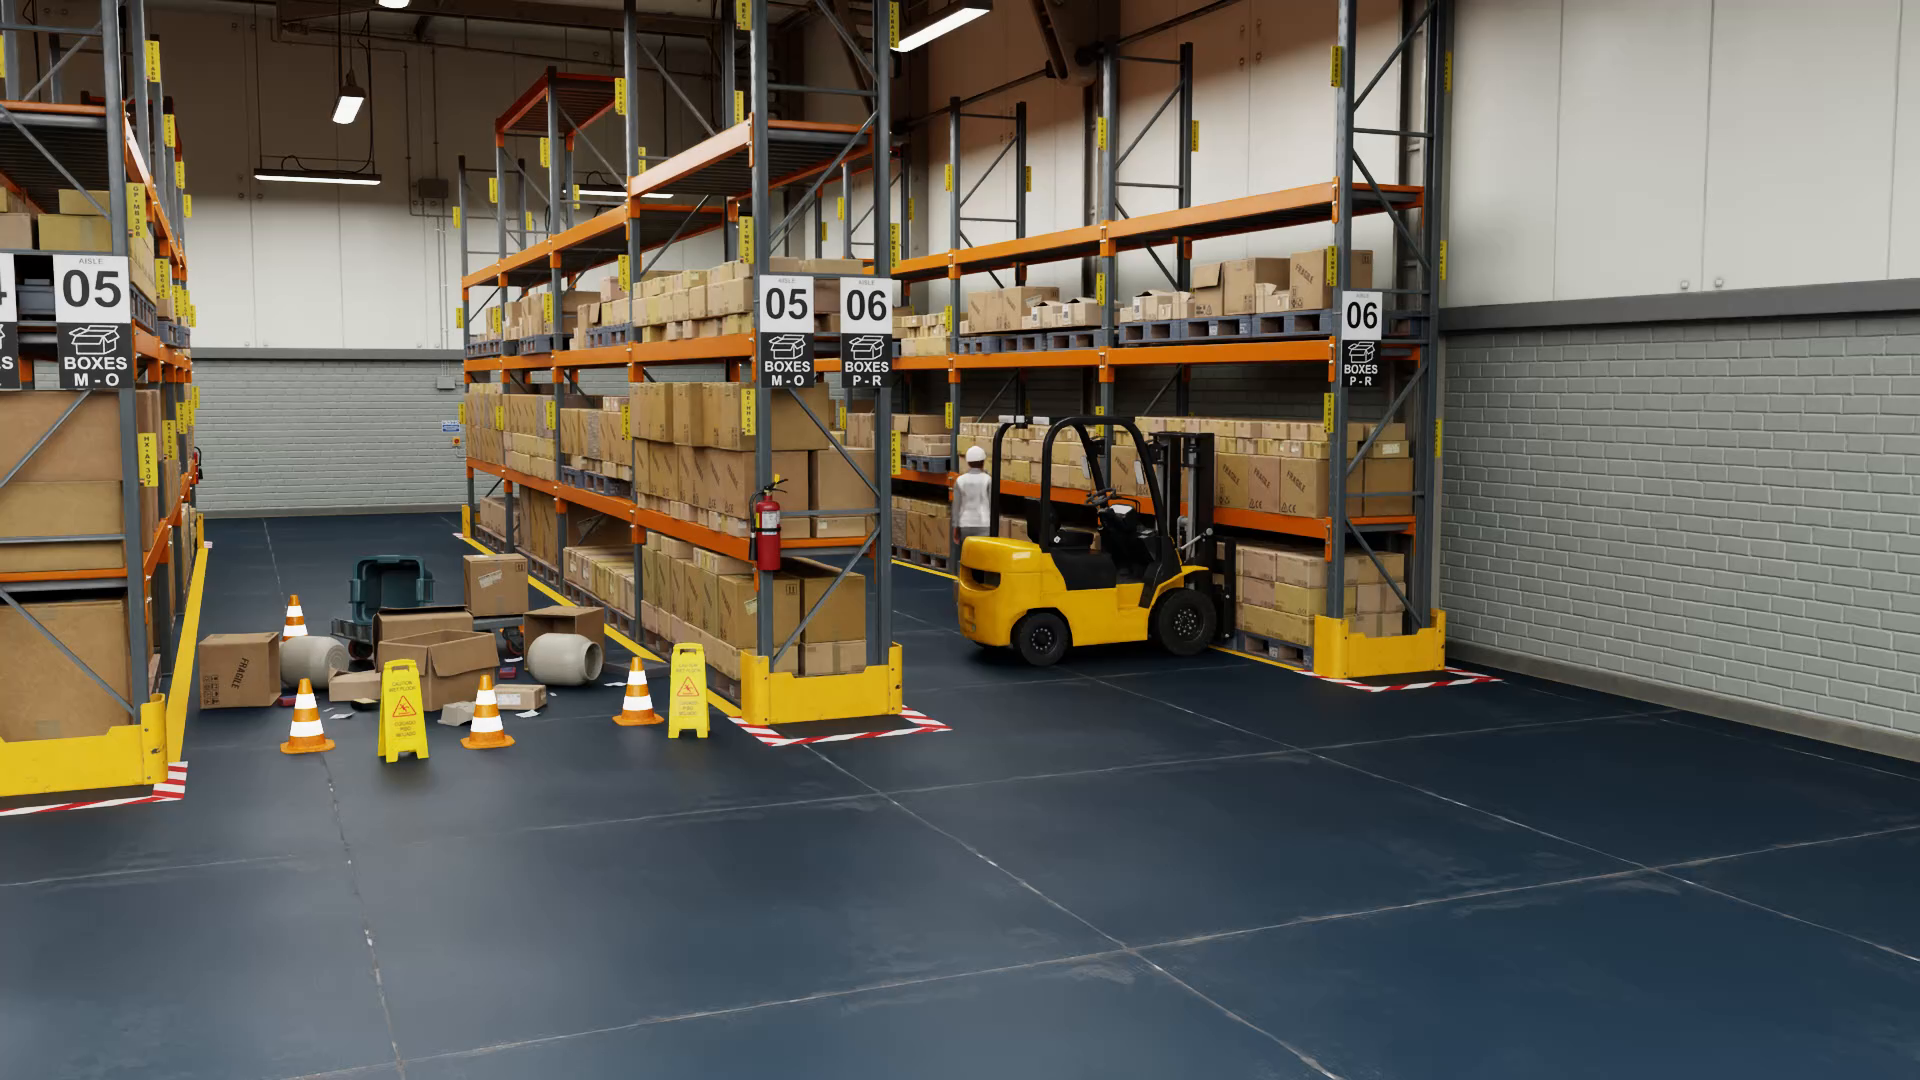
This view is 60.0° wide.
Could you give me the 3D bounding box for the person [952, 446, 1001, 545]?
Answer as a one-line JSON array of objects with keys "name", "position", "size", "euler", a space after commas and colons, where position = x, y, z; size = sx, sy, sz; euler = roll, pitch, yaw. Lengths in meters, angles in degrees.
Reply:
[{"name": "person", "position": [0.193, -0.123, 17.860], "size": [0.539, 1.776, 0.620], "euler": [2, 6, 24]}]
